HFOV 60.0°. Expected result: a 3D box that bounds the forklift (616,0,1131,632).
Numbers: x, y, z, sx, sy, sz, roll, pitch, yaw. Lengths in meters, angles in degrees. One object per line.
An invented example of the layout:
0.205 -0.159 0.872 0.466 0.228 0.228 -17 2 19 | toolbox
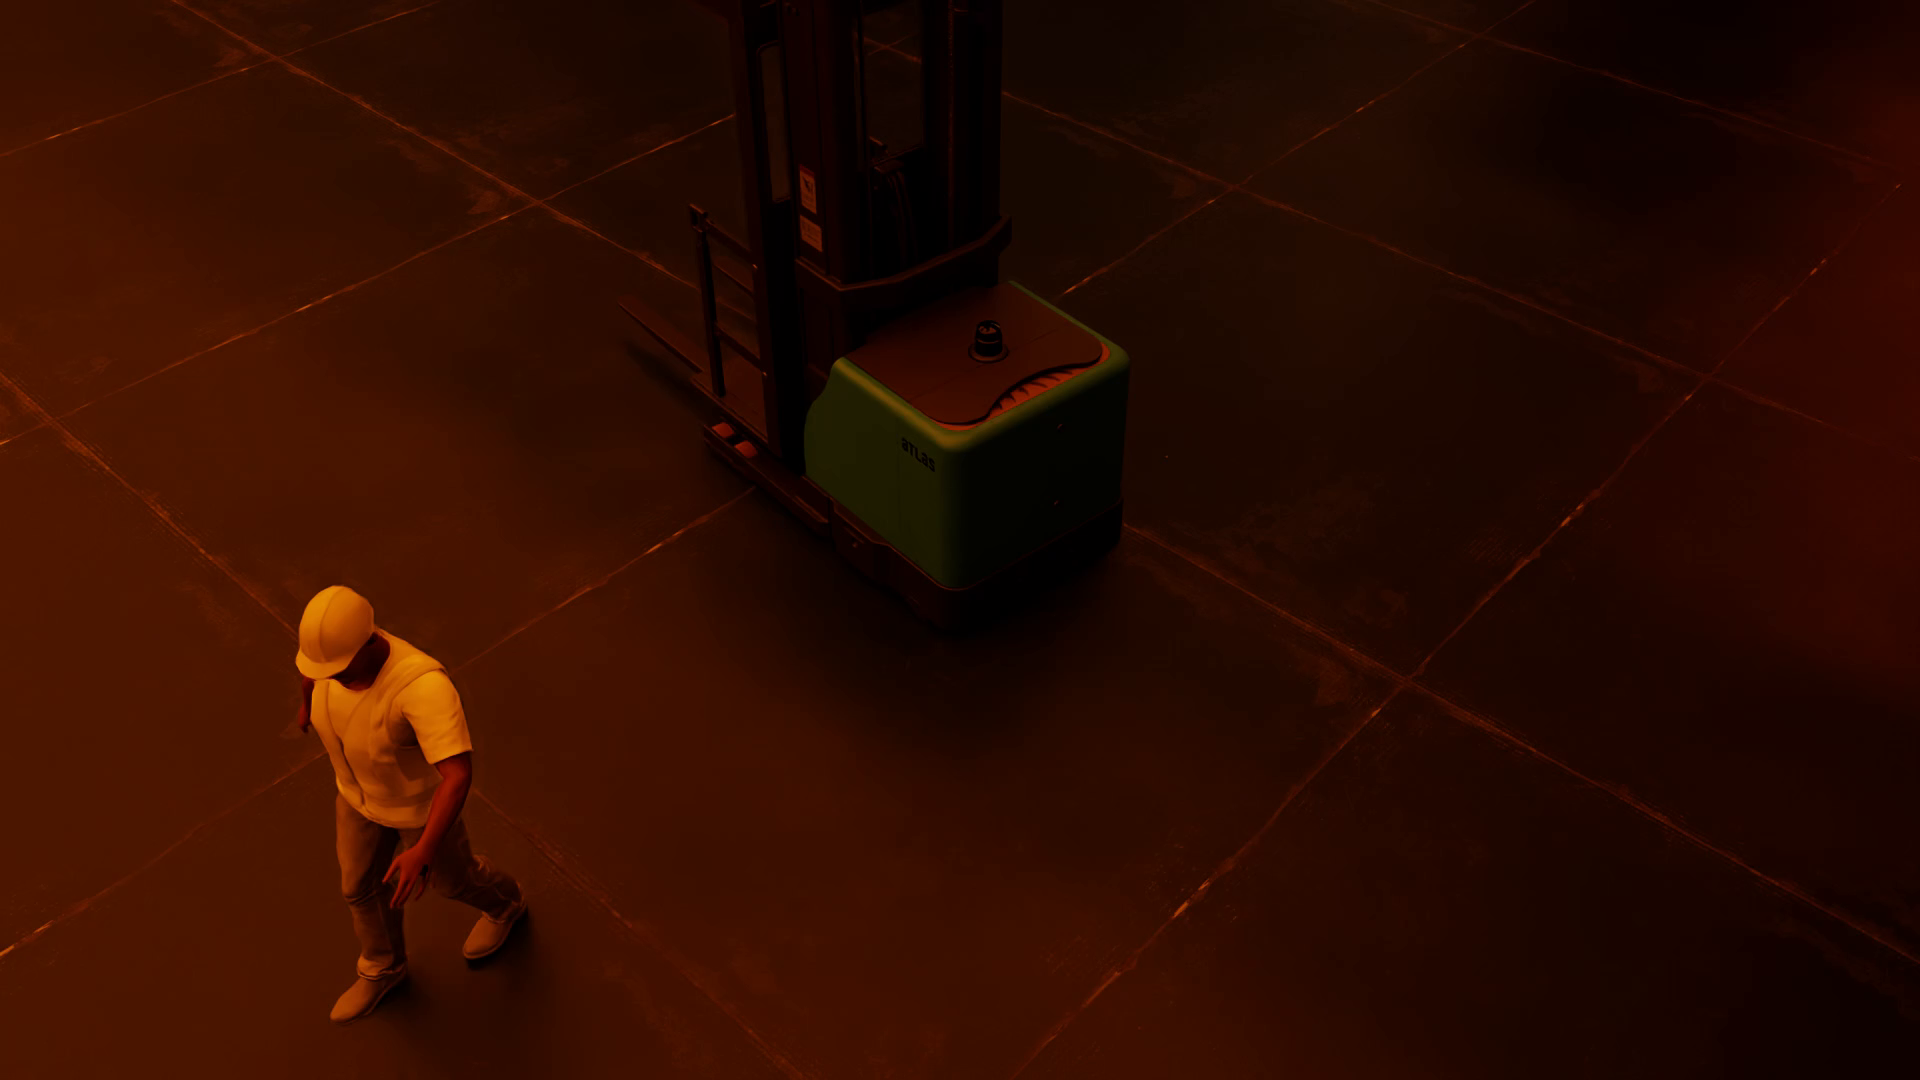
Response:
-0.599 -1.611 7.306 1.130 2.935 3.031 -29 48 -29 | forklift

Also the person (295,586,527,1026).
-1.892 0.843 5.377 1.033 1.749 0.740 20 45 22 | person
